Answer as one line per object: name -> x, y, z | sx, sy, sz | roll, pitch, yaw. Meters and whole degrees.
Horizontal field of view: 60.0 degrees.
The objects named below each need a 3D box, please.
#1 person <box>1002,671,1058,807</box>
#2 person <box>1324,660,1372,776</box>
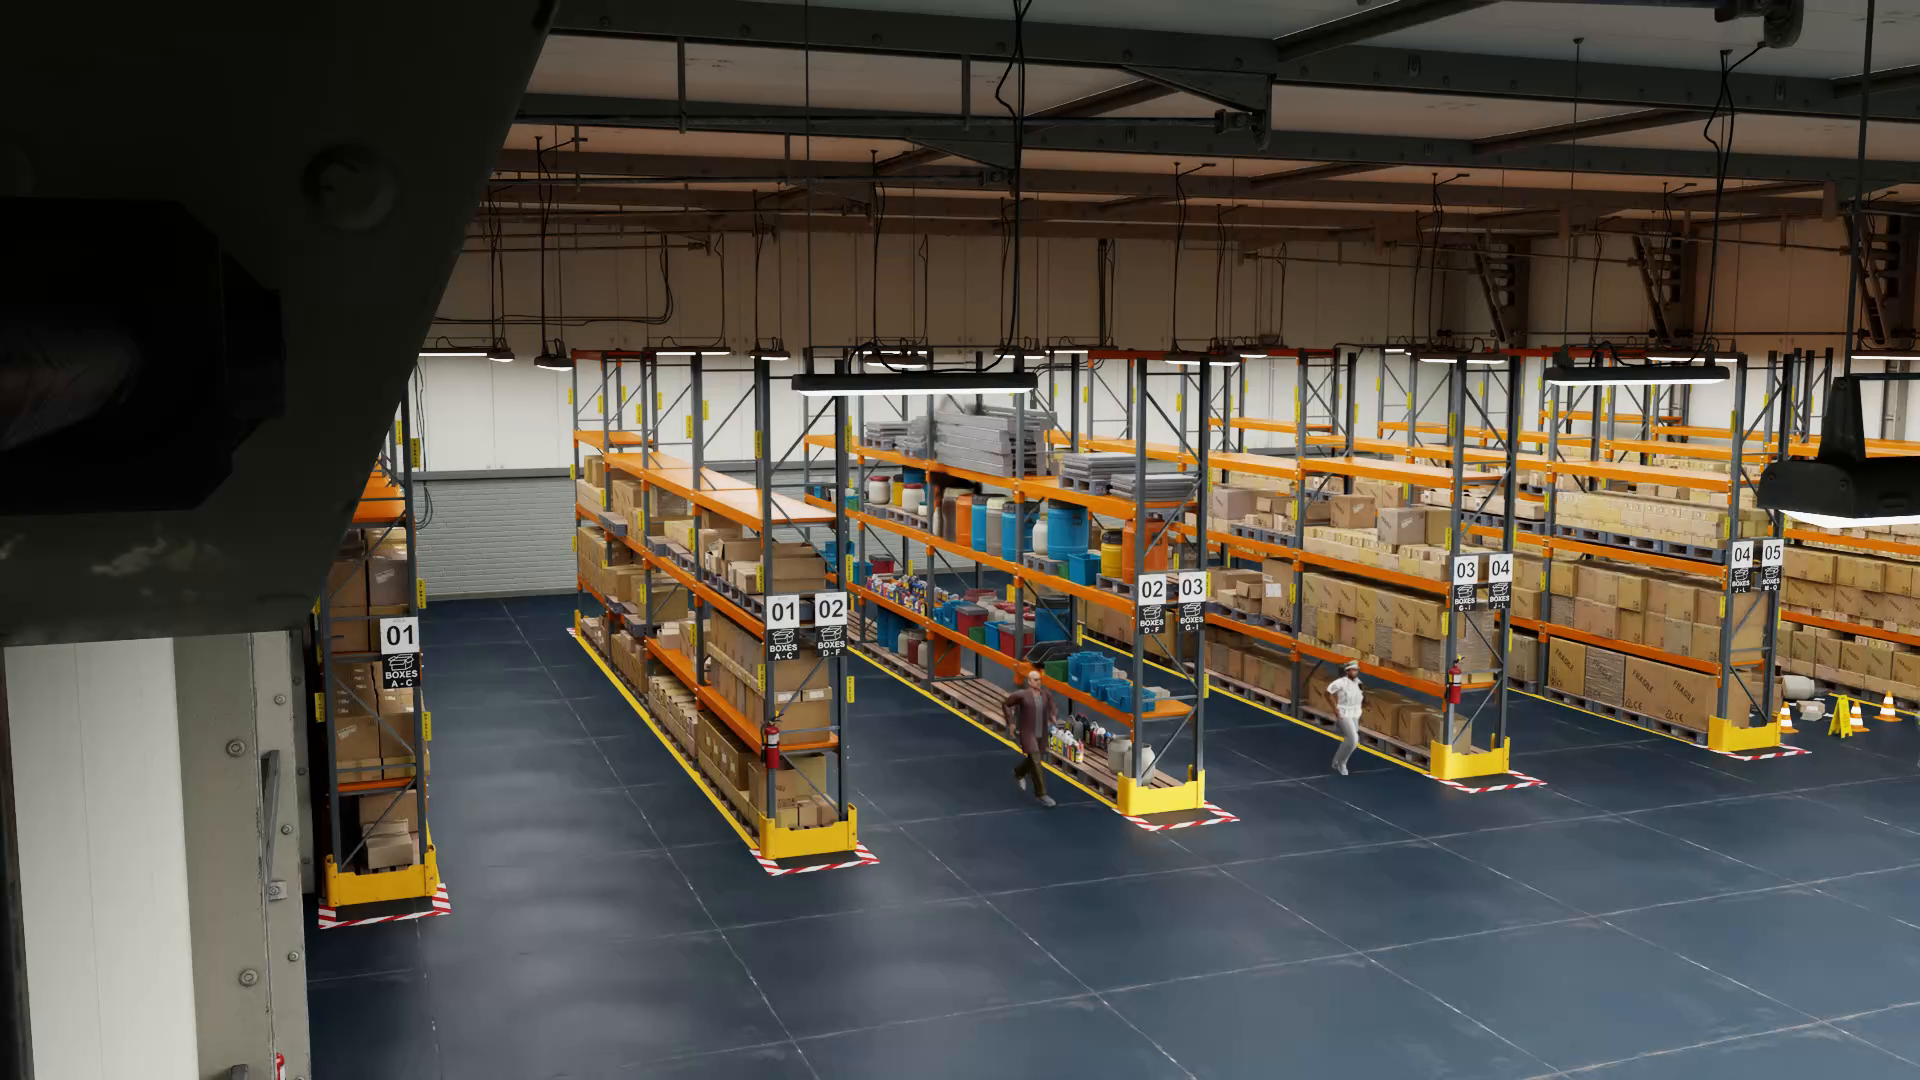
person -> 0.978, 2.627, 22.469 | 0.717, 1.758, 1.077 | -4, 8, -31
person -> 5.602, 2.551, 23.878 | 0.581, 1.689, 0.652 | -4, 8, -31
